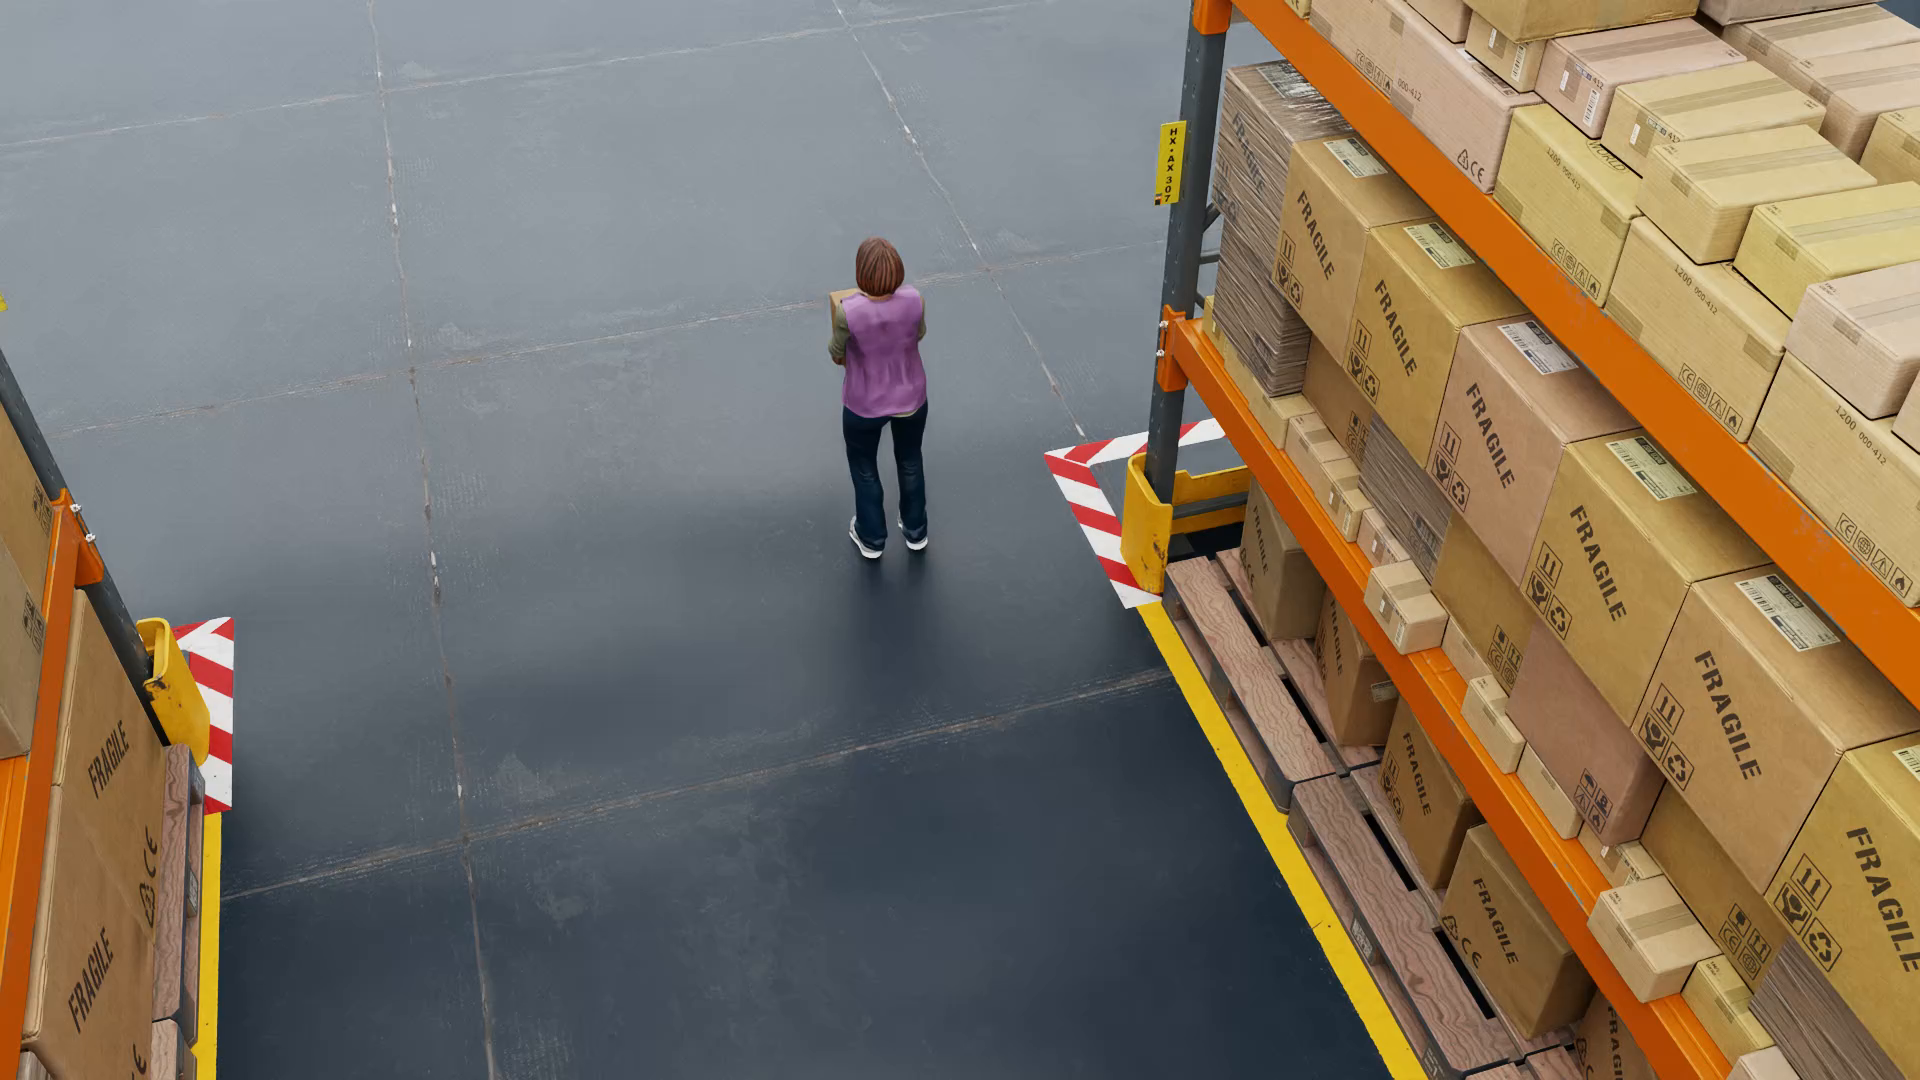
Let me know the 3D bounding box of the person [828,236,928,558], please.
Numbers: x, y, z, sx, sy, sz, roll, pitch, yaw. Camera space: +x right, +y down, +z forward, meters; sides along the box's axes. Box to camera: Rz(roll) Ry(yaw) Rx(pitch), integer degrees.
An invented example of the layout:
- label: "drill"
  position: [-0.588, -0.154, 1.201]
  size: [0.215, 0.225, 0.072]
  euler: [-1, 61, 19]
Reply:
- label: "person"
  position: [-0.333, -0.627, 6.850]
  size: [0.404, 1.590, 0.492]
  euler: [-11, 44, -12]
